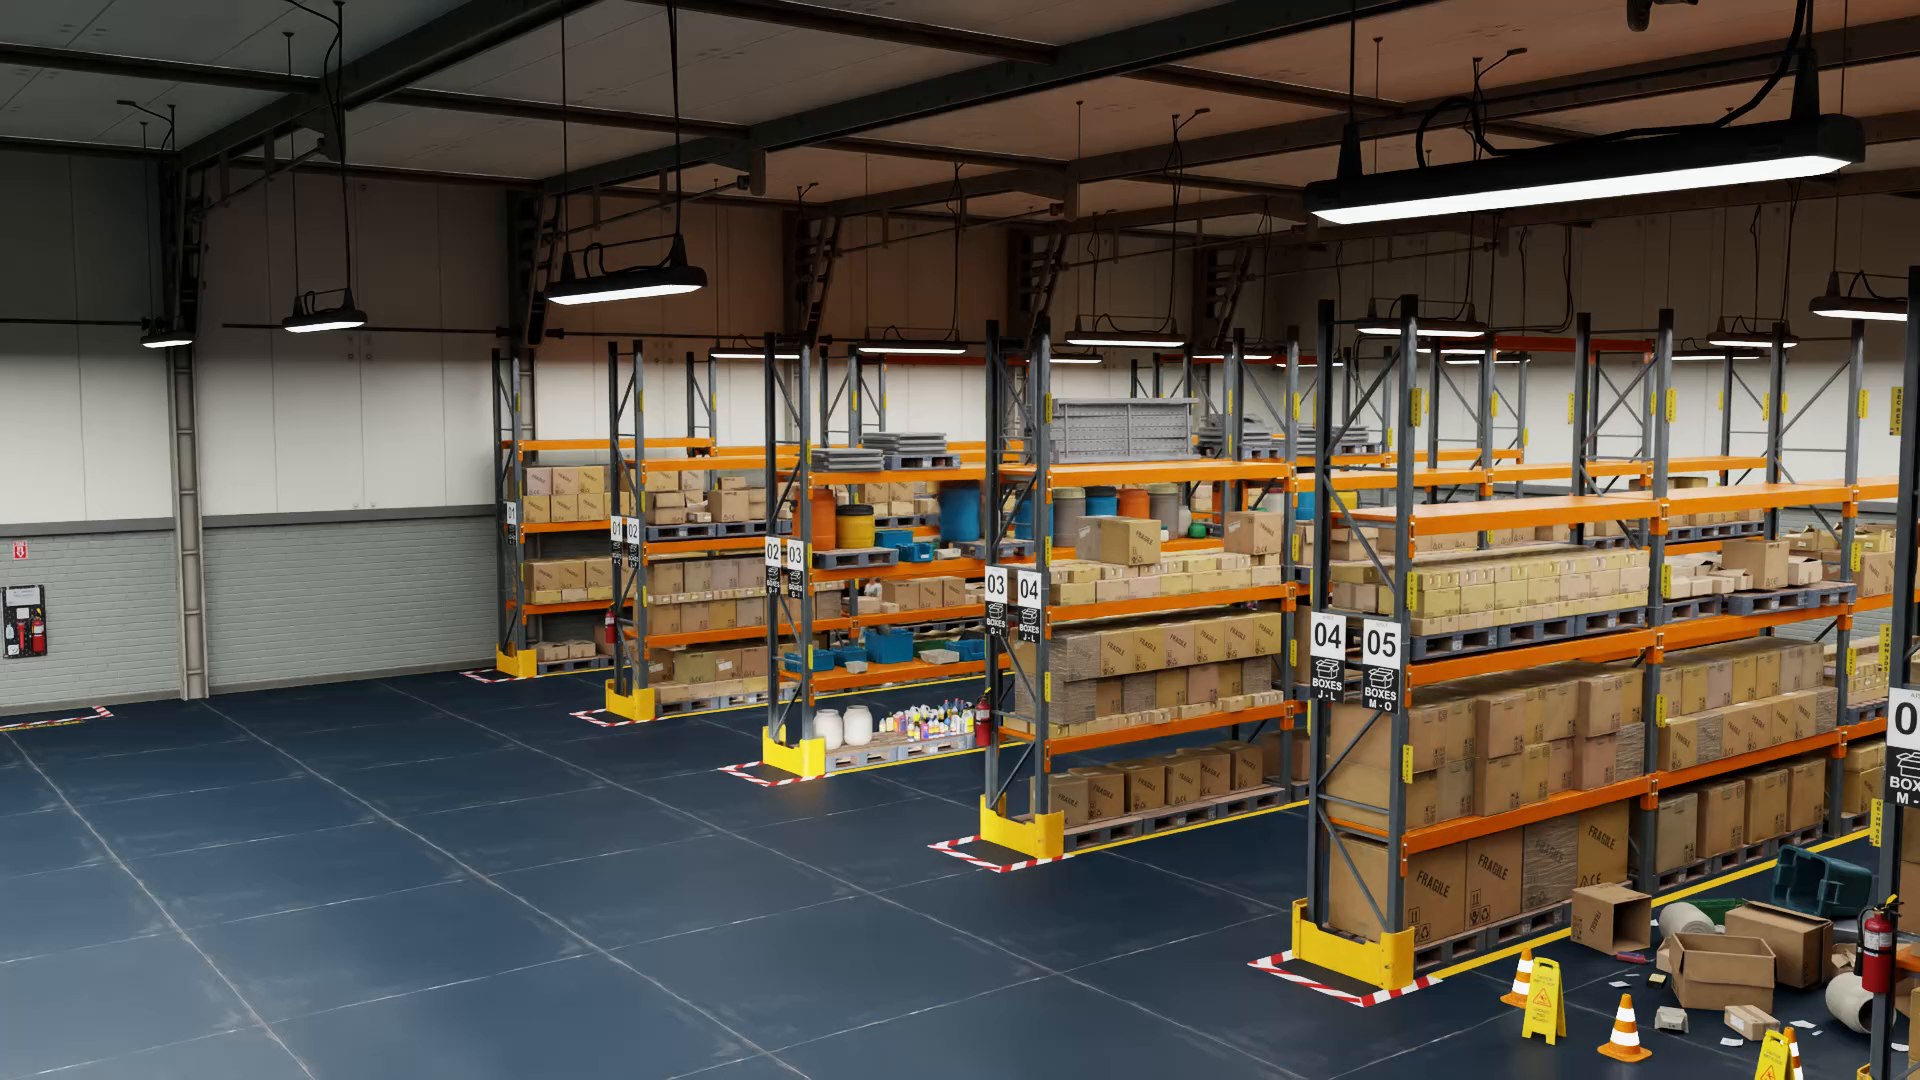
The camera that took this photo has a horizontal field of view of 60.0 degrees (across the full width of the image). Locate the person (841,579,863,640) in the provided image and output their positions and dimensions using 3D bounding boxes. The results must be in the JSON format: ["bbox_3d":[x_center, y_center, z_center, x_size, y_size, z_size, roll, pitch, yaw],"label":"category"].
[{"bbox_3d":[-2.177,1.429,33.036,0.455,1.691,0.436,-5,7,-44],"label":"person"}]

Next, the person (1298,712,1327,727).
[{"bbox_3d":[5.228,2.146,24.668,0.776,1.734,0.660,-4,6,-39],"label":"person"}]
